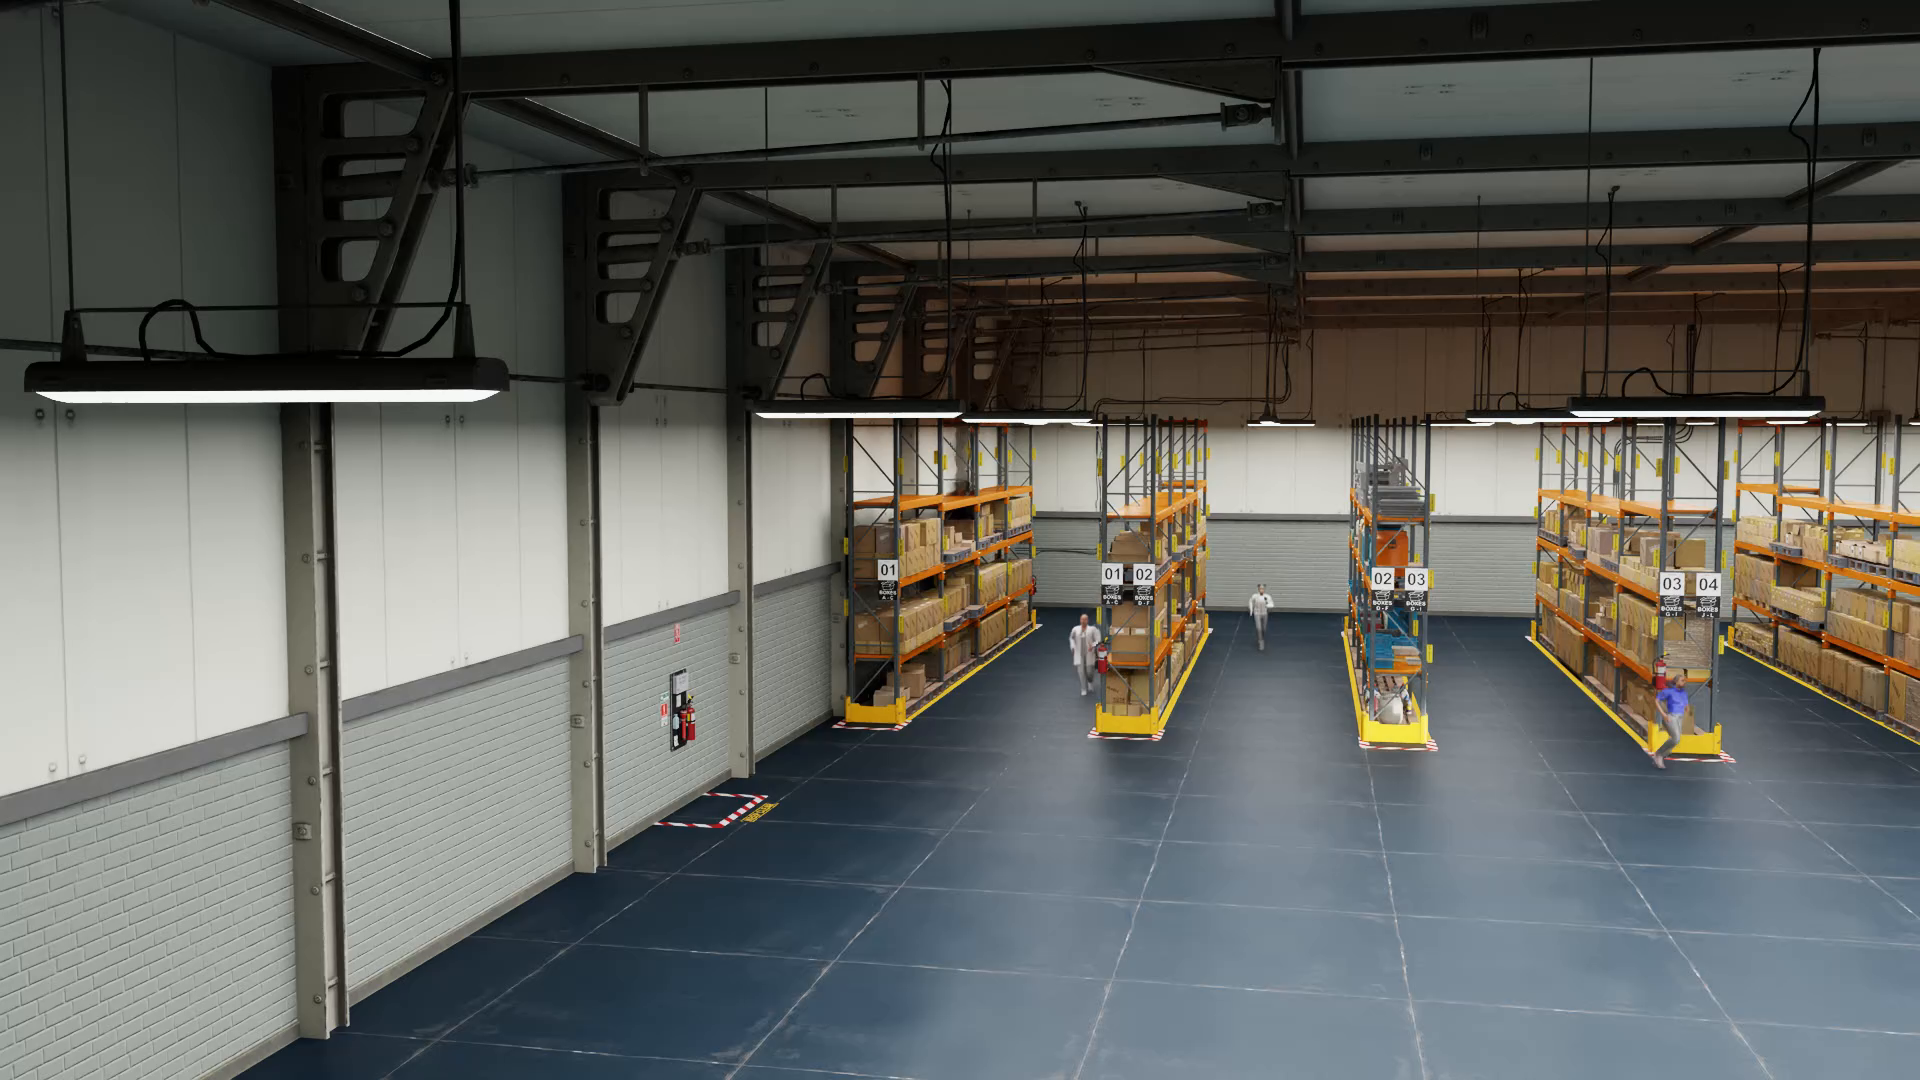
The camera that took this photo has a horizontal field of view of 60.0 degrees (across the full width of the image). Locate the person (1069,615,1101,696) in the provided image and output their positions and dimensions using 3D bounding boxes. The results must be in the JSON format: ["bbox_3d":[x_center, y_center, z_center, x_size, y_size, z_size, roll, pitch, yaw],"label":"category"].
[{"bbox_3d":[2.682,2.466,35.829,0.704,1.734,0.724,1,4,13],"label":"person"}]

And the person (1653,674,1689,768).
[{"bbox_3d":[12.062,3.102,28.076,0.679,1.487,0.567,-1,4,-21],"label":"person"}]

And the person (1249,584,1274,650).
[{"bbox_3d":[7.860,1.965,43.343,0.609,1.684,0.924,0,4,5],"label":"person"}]
